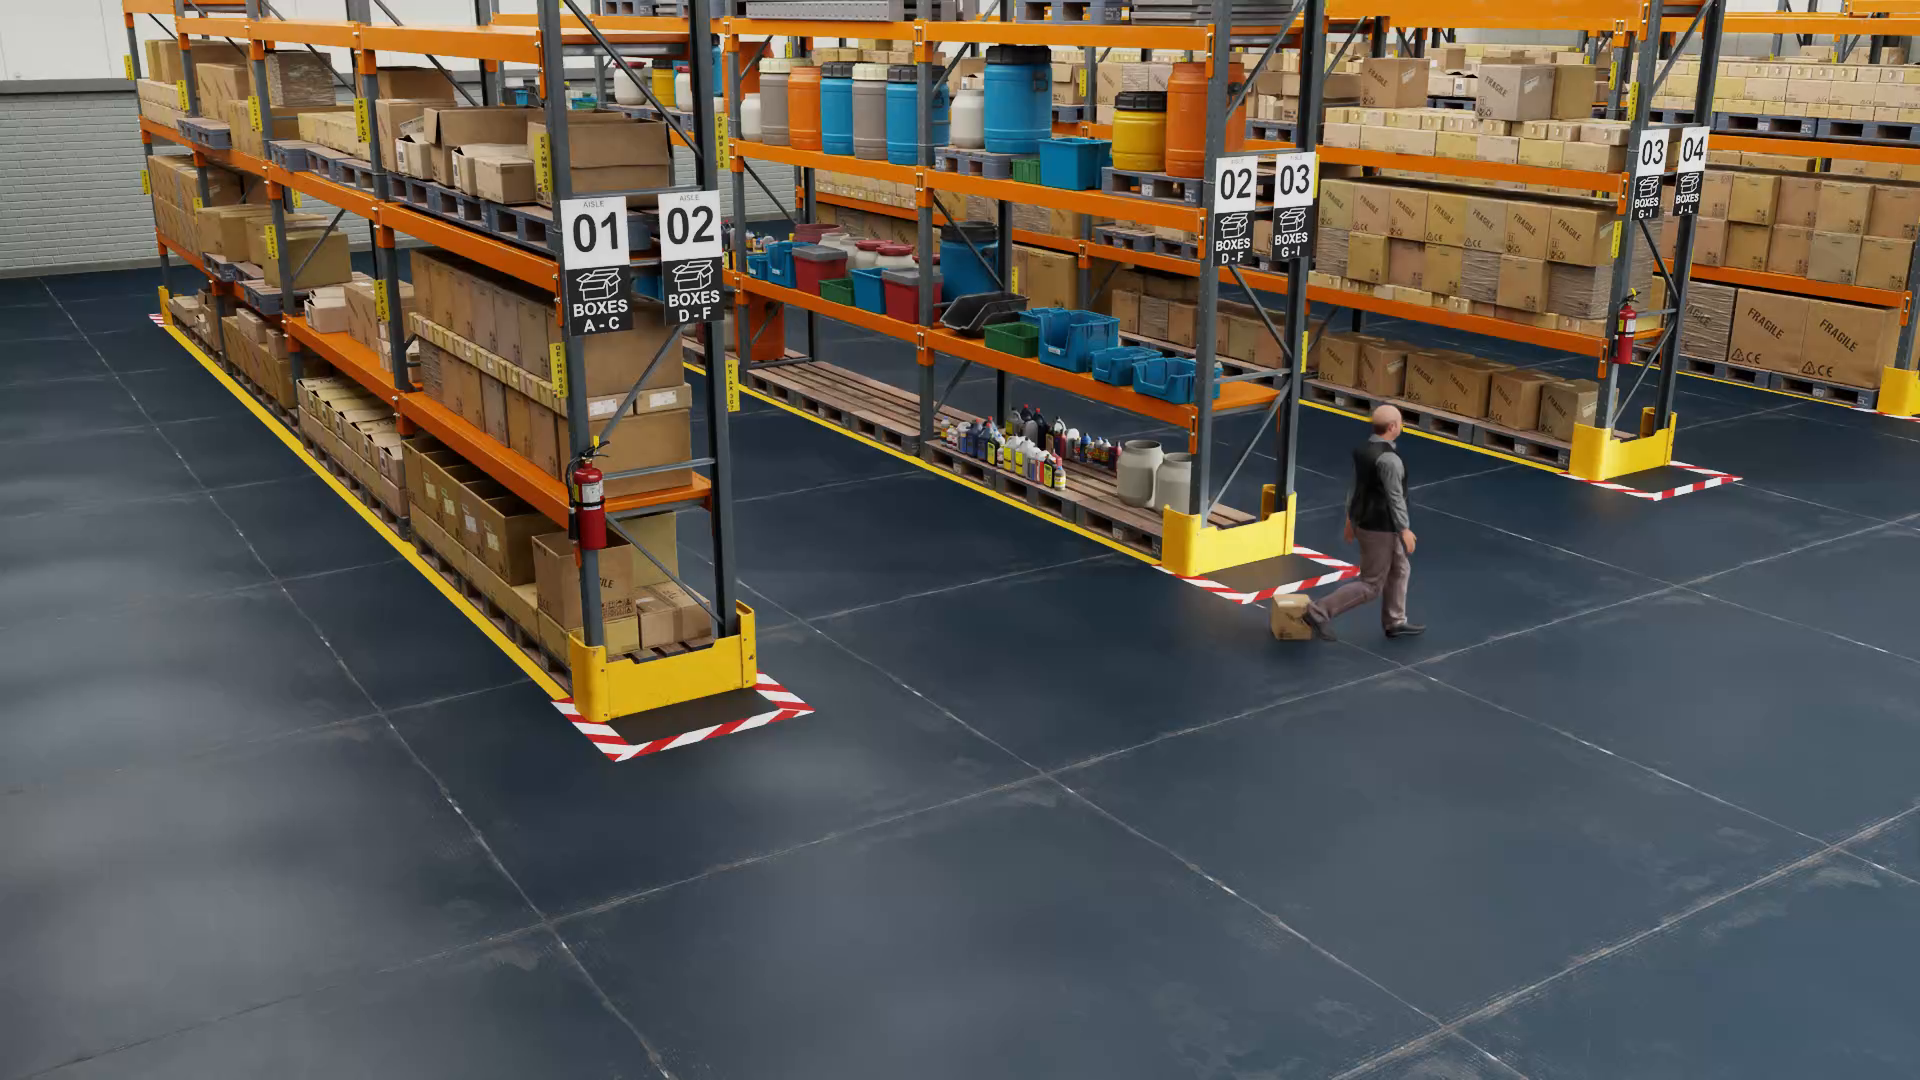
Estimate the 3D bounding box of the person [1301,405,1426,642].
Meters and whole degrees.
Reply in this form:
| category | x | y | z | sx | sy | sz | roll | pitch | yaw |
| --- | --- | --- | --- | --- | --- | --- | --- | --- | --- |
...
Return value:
| category | x | y | z | sx | sy | sz | roll | pitch | yaw |
| --- | --- | --- | --- | --- | --- | --- | --- | --- | --- |
| person | 2.816 | -0.096 | 11.373 | 0.967 | 1.681 | 0.536 | -1 | 18 | -5 |
